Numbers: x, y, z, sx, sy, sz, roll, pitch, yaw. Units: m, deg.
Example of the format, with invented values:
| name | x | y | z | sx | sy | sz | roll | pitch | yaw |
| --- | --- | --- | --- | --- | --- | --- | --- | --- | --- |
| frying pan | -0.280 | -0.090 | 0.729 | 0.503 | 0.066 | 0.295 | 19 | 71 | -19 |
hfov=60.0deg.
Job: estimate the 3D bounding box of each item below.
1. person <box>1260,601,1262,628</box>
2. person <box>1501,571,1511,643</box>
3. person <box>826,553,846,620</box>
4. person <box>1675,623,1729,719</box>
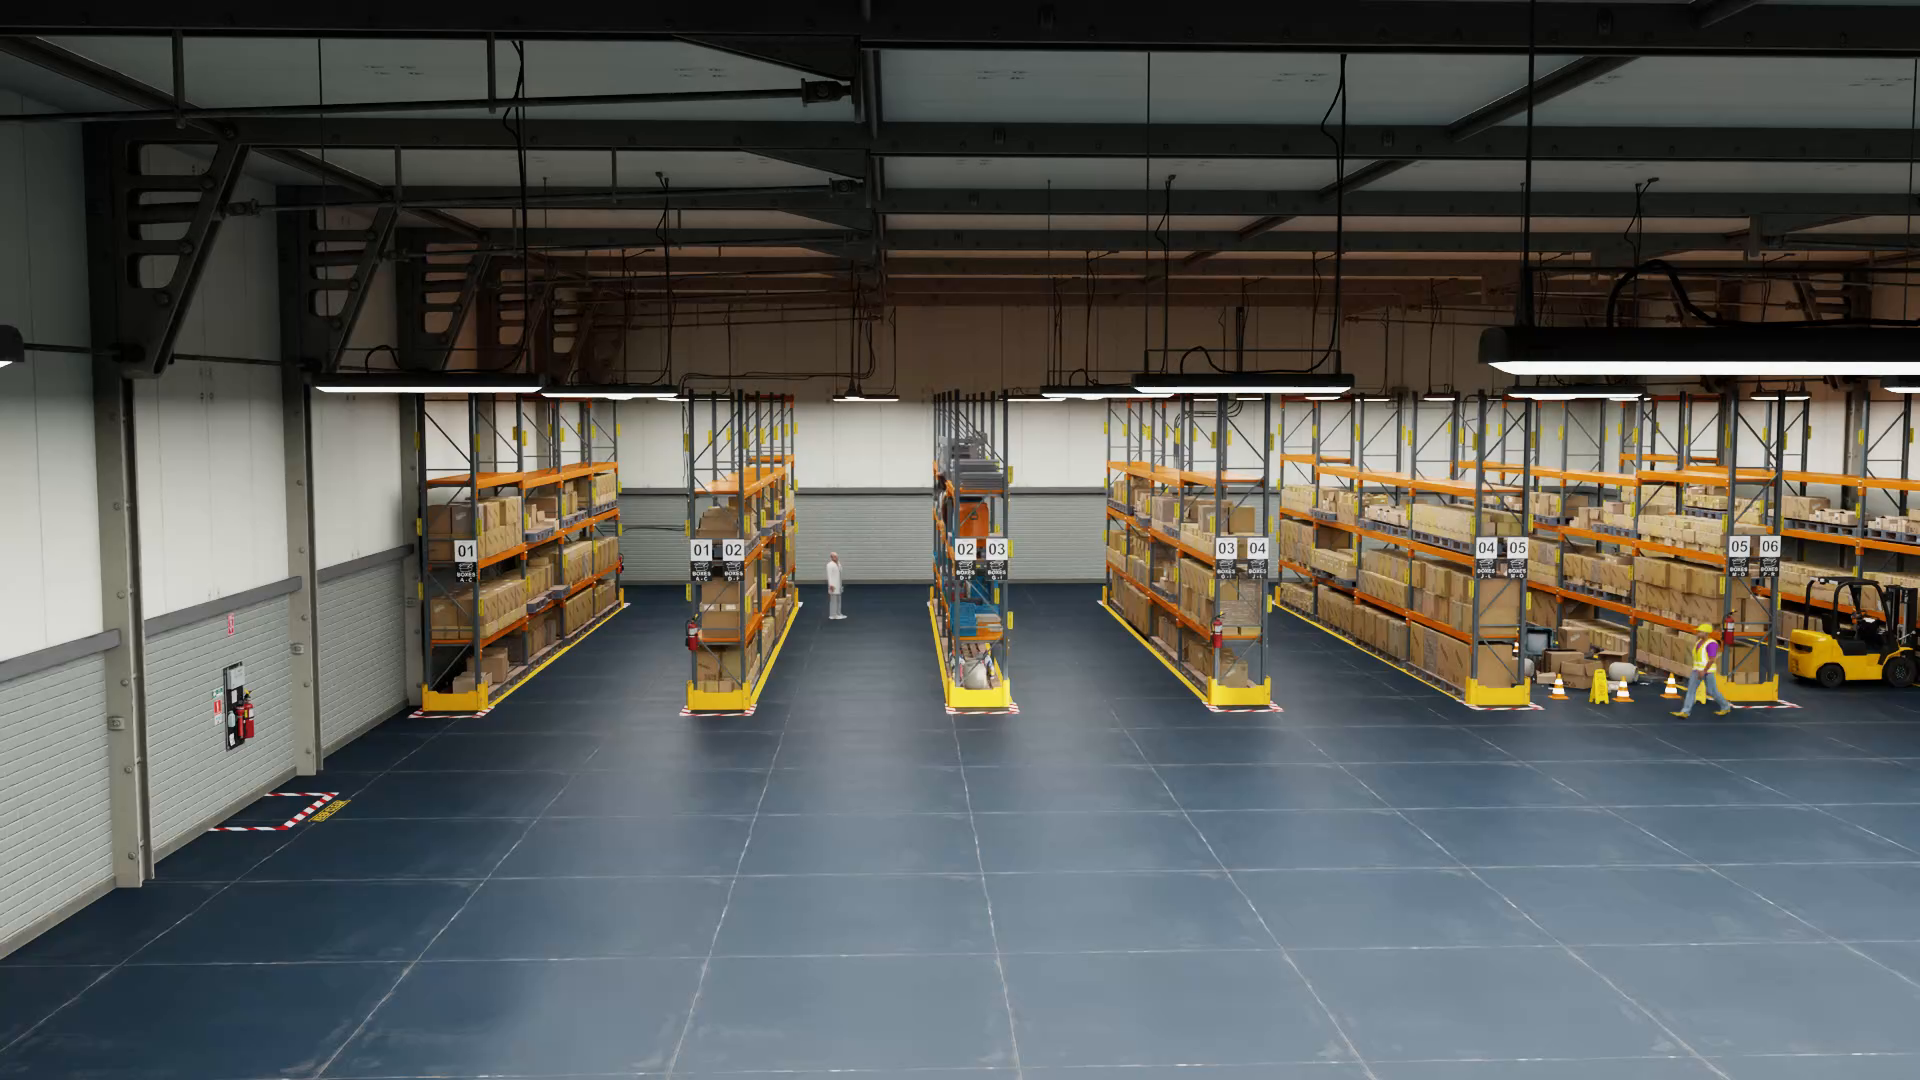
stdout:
| name | x | y | z | sx | sy | sz | roll | pitch | yaw |
| --- | --- | --- | --- | --- | --- | --- | --- | --- | --- |
| person | 7.491 | 1.434 | 42.280 | 0.603 | 1.673 | 0.500 | -2 | 5 | -21 |
| person | 13.005 | 1.614 | 39.763 | 0.389 | 1.763 | 0.691 | 2 | 5 | 23 |
| person | -3.289 | 1.227 | 44.360 | 0.439 | 1.784 | 0.650 | 2 | 5 | 23 |
| person | 13.565 | 2.392 | 30.307 | 0.977 | 1.747 | 0.549 | -2 | 5 | -28 |
